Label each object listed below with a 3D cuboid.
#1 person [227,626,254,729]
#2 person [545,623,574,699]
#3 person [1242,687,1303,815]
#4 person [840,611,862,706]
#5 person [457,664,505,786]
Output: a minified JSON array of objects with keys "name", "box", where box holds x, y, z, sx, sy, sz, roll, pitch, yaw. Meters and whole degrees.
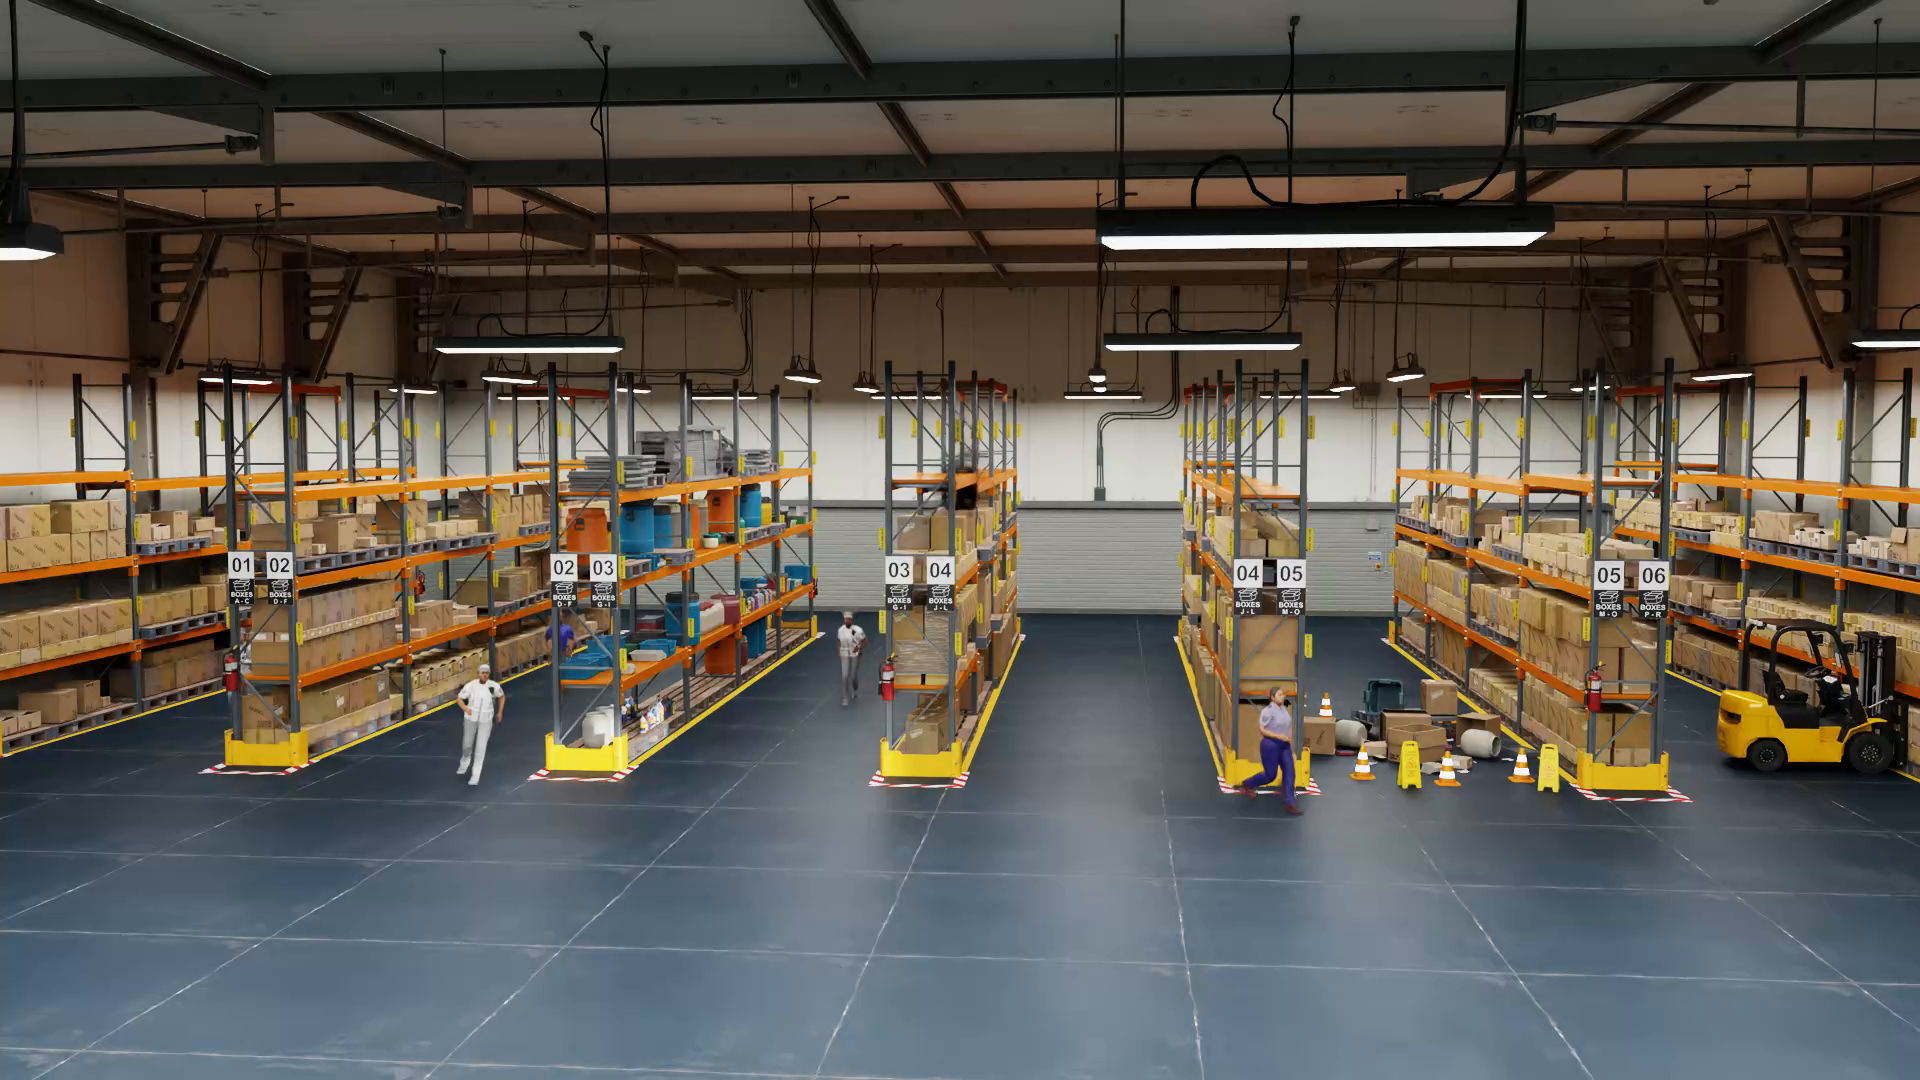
[{"name":"person","box":[-12.116,2.319,28.225,0.565,1.742,0.762,0,4,1]},{"name":"person","box":[-7.503,2.250,31.164,0.548,1.425,0.525,0,4,-4]},{"name":"person","box":[4.136,2.747,21.896,0.622,1.652,0.898,-3,5,-43]},{"name":"person","box":[-1.988,2.163,30.532,0.411,1.751,0.709,1,4,8]},{"name":"person","box":[-6.889,2.620,23.832,0.695,1.686,0.812,-1,4,-12]}]
